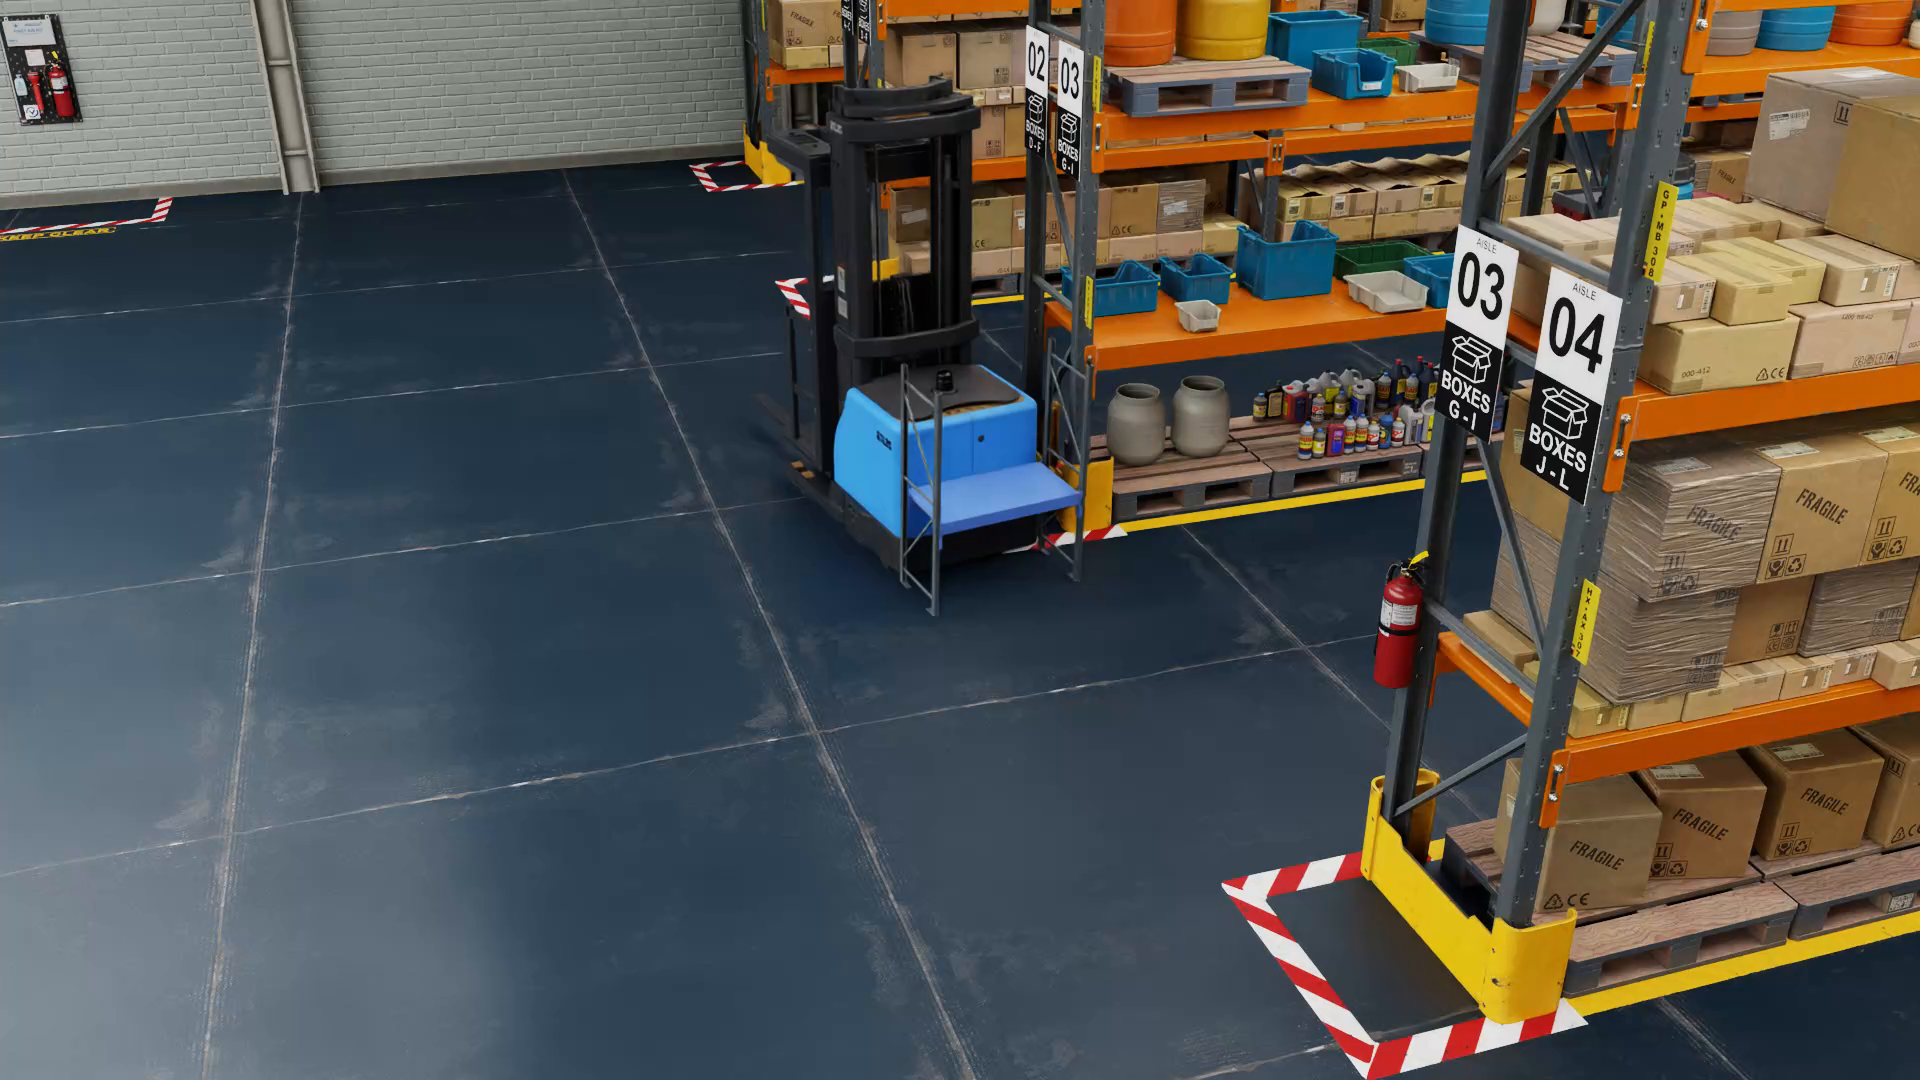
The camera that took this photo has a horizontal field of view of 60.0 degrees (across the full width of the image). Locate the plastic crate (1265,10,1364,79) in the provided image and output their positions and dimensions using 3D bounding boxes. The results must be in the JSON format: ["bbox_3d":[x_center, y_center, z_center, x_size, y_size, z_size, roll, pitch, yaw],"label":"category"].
[{"bbox_3d":[2.375,-3.352,11.268,0.575,0.384,0.392,-8,28,-16],"label":"plastic crate"}]

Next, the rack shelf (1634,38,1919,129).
[{"bbox_3d":[6.360,-3.474,12.304,4.000,0.370,1.077,-8,28,-16],"label":"rack shelf"}]

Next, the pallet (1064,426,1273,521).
[{"bbox_3d":[1.487,-0.517,12.049,1.213,0.211,1.003,-8,28,-16],"label":"pallet"}]

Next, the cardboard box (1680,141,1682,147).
[{"bbox_3d":[7.601,-4.474,18.355,0.500,0.250,0.500,-7,27,-14],"label":"cardboard box"}]

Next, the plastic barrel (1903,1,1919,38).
[{"bbox_3d":[7.414,-4.275,12.544,0.600,0.901,0.600,0,26,0],"label":"plastic barrel"}]

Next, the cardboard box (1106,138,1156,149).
[{"bbox_3d":[1.531,-4.110,16.037,0.500,0.500,0.700,-8,27,-15],"label":"cardboard box"}]

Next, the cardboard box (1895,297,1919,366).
[{"bbox_3d":[3.688,-0.906,6.490,0.500,0.250,0.500,-8,28,-16],"label":"cardboard box"}]

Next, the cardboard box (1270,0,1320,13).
[{"bbox_3d":[4.227,-7.001,21.366,0.500,0.500,0.700,-11,28,-21],"label":"cardboard box"}]

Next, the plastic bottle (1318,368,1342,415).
[{"bbox_3d":[2.802,-1.142,12.655,0.185,0.351,0.144,-7,27,-14],"label":"plastic bottle"}]

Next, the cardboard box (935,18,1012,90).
[{"bbox_3d":[0.122,-4.488,15.339,0.500,0.500,0.700,-9,28,-17],"label":"cardboard box"}]

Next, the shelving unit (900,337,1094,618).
[{"bbox_3d":[0.210,-0.392,10.320,1.048,1.500,0.538,-13,32,-24],"label":"shelving unit"}]

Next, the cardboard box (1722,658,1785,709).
[{"bbox_3d":[3.251,0.544,7.057,0.250,0.149,0.380,-8,28,-16],"label":"cardboard box"}]

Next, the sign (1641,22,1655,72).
[{"bbox_3d":[4.619,-3.290,11.115,0.005,0.325,0.100,-8,28,-16],"label":"sign"}]

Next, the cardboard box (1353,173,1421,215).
[{"bbox_3d":[4.368,-3.570,17.050,0.500,0.311,0.500,-9,28,-18],"label":"cardboard box"}]

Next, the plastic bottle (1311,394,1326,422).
[{"bbox_3d":[2.702,-1.000,12.538,0.097,0.201,0.097,0,26,0],"label":"plastic bottle"}]

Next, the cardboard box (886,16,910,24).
[{"bbox_3d":[-0.899,-6.164,19.589,0.500,0.500,0.500,-9,28,-18],"label":"cardboard box"}]

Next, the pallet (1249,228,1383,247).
[{"bbox_3d":[3.617,-3.141,17.333,1.213,0.211,1.003,-8,28,-16],"label":"pallet"}]

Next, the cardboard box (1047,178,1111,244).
[{"bbox_3d":[1.131,-3.199,16.091,0.500,0.500,0.500,-8,28,-16],"label":"cardboard box"}]

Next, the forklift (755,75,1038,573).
[{"bbox_3d":[-0.614,-1.724,11.420,1.130,2.935,3.031,-13,29,-24],"label":"forklift"}]

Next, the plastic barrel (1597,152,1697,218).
[{"bbox_3d":[4.920,-2.327,11.994,0.708,0.901,0.600,-8,28,-16],"label":"plastic barrel"}]

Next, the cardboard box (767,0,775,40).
[{"bbox_3d":[-2.030,-6.247,19.758,0.500,0.500,0.500,-9,28,-17],"label":"cardboard box"}]

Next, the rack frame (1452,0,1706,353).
[{"bbox_3d":[2.189,-2.219,5.594,0.127,3.000,1.000,-8,28,-16],"label":"rack frame"}]

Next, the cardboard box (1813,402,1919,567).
[{"bbox_3d":[3.749,-0.254,6.811,0.500,0.500,0.500,-8,28,-16],"label":"cardboard box"}]

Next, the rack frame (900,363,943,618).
[{"bbox_3d":[-0.242,-0.288,10.112,0.032,1.500,0.500,-13,32,-24],"label":"rack frame"}]

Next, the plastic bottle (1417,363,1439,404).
[{"bbox_3d":[3.607,-1.191,12.754,0.185,0.351,0.144,-8,28,-16],"label":"plastic bottle"}]

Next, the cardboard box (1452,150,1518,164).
[{"bbox_3d":[5.646,-4.006,17.930,0.500,0.311,0.500,-9,28,-17],"label":"cardboard box"}]

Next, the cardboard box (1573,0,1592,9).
[{"bbox_3d":[8.155,-7.410,22.327,0.500,0.500,0.500,-8,28,-16],"label":"cardboard box"}]

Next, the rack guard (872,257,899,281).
[{"bbox_3d":[-0.898,-2.598,15.915,0.348,0.500,1.175,-8,28,-16],"label":"rack guard"}]

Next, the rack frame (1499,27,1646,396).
[{"bbox_3d":[4.459,-2.177,12.256,0.127,3.000,1.000,-8,28,-16],"label":"rack frame"}]

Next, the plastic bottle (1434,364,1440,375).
[{"bbox_3d":[3.721,-1.239,12.936,0.135,0.276,0.152,-7,27,-14],"label":"plastic bottle"}]

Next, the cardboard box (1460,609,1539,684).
[{"bbox_3d":[2.396,0.454,7.239,0.250,0.149,0.380,-8,28,-16],"label":"cardboard box"}]

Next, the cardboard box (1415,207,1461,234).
[{"bbox_3d":[4.851,-3.391,17.322,0.500,0.250,0.500,-8,27,-15],"label":"cardboard box"}]

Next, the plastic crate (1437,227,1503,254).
[{"bbox_3d":[3.922,-2.131,12.233,0.504,0.338,0.767,-8,28,-16],"label":"plastic crate"}]

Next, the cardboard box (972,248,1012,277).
[{"bbox_3d":[0.178,-2.728,15.985,0.500,0.250,0.500,-8,28,-16],"label":"cardboard box"}]

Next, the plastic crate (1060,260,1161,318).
[{"bbox_3d":[1.039,-1.755,11.573,0.616,0.251,0.499,-8,28,-16],"label":"plastic crate"}]

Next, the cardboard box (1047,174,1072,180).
[{"bbox_3d":[0.965,-3.425,16.547,0.500,0.500,0.500,-8,28,-16],"label":"cardboard box"}]

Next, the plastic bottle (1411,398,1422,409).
[{"bbox_3d":[3.390,-0.916,12.275,0.133,0.283,0.061,-8,28,-16],"label":"plastic bottle"}]

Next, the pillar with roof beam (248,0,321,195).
[{"bbox_3d":[-6.387,-6.318,13.850,0.400,9.000,9.100,-8,28,-16],"label":"pillar with roof beam"}]

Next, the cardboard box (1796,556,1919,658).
[{"bbox_3d":[3.648,0.056,7.312,0.500,0.500,0.875,-8,28,-16],"label":"cardboard box"}]

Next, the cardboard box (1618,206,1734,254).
[{"bbox_3d":[2.867,-1.227,6.690,0.250,0.149,0.380,-9,28,-18],"label":"cardboard box"}]

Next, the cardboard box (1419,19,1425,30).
[{"bbox_3d":[6.100,-6.792,21.813,0.250,0.149,0.380,-7,27,-15],"label":"cardboard box"}]

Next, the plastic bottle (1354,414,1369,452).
[{"bbox_3d":[2.897,-0.780,12.016,0.097,0.271,0.097,0,26,0],"label":"plastic bottle"}]

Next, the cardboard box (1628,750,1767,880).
[{"bbox_3d":[3.346,1.224,7.745,0.500,0.500,0.500,-1,26,-3],"label":"cardboard box"}]

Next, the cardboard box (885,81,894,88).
[{"bbox_3d":[-0.571,-4.189,15.468,0.250,0.149,0.380,-9,28,-17],"label":"cardboard box"}]

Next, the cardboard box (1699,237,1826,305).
[{"bbox_3d":[3.001,-1.009,6.250,0.250,0.149,0.380,-9,28,-17],"label":"cardboard box"}]

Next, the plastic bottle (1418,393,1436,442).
[{"bbox_3d":[3.446,-0.906,12.180,0.185,0.351,0.144,-8,28,-16],"label":"plastic bottle"}]

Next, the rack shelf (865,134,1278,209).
[{"bbox_3d":[1.027,-3.674,16.081,4.000,0.370,1.077,-8,28,-16],"label":"rack shelf"}]

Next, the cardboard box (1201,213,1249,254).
[{"bbox_3d":[2.555,-3.072,16.679,0.500,0.250,0.500,-8,28,-16],"label":"cardboard box"}]

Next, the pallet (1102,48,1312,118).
[{"bbox_3d":[1.472,-2.958,10.668,1.213,0.211,1.003,-8,28,-16],"label":"pallet"}]

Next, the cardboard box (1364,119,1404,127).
[{"bbox_3d":[4.165,-4.488,16.799,0.500,0.500,0.500,-6,27,-12],"label":"cardboard box"}]

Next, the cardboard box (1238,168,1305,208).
[{"bbox_3d":[3.225,-3.656,17.226,0.500,0.311,0.500,-8,28,-16],"label":"cardboard box"}]

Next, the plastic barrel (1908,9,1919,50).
[{"bbox_3d":[7.125,-3.736,12.178,0.301,0.262,0.301,0,26,0],"label":"plastic barrel"}]

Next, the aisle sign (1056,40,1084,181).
[{"bbox_3d":[0.678,-2.657,10.299,0.004,0.787,0.394,-8,28,-16],"label":"aisle sign"}]

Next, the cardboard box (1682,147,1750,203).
[{"bbox_3d":[8.228,-3.983,18.211,0.500,0.500,0.500,-9,28,-17],"label":"cardboard box"}]

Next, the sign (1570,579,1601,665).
[{"bbox_3d":[2.357,0.310,6.274,0.005,0.325,0.100,-8,28,-16],"label":"sign"}]

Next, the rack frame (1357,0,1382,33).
[{"bbox_3d":[5.194,-6.917,21.803,0.127,3.000,1.000,-8,28,-16],"label":"rack frame"}]

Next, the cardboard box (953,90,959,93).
[{"bbox_3d":[-0.185,-4.057,15.201,0.250,0.149,0.380,-9,28,-17],"label":"cardboard box"}]
